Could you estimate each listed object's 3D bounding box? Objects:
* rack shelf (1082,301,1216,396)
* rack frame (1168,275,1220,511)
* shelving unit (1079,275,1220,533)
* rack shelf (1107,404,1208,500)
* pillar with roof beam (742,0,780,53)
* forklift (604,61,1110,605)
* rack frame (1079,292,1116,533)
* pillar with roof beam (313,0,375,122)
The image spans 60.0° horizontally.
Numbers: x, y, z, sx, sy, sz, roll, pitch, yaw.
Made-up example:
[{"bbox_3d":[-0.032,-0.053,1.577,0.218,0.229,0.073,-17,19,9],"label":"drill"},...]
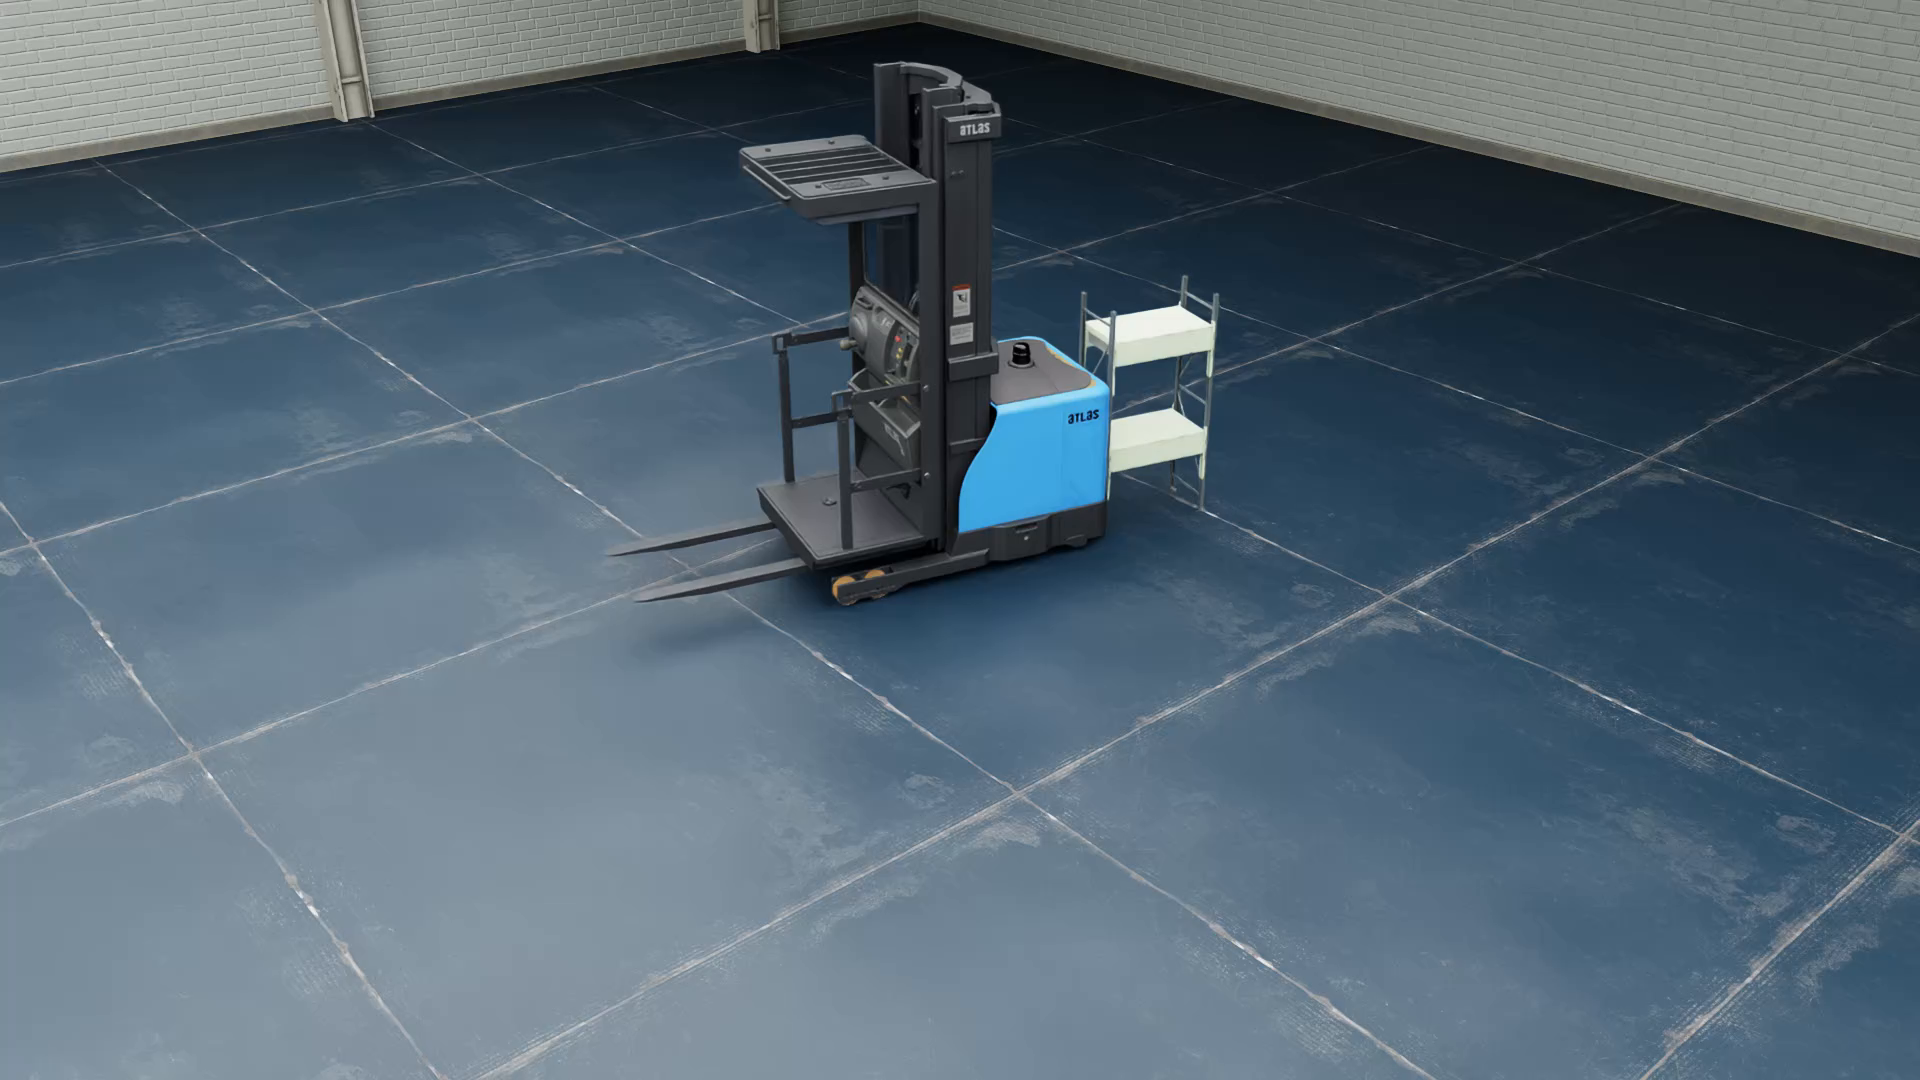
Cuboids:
[{"bbox_3d":[1.177,-1.210,10.452,0.720,0.370,0.431,-12,31,-22],"label":"rack shelf"},{"bbox_3d":[1.508,-0.939,10.774,0.023,1.500,0.400,-12,31,-22],"label":"rack frame"},{"bbox_3d":[1.177,-0.865,10.636,0.755,1.500,0.431,-12,31,-22],"label":"shelving unit"},{"bbox_3d":[1.177,-0.578,10.790,0.720,0.370,0.431,-12,31,-22],"label":"rack shelf"},{"bbox_3d":[-0.015,-9.412,18.673,0.400,9.000,9.100,-22,35,-35],"label":"pillar with roof beam"},{"bbox_3d":[-0.630,-1.190,9.725,3.031,2.935,1.130,-12,31,-22],"label":"forklift"},{"bbox_3d":[0.846,-0.792,10.499,0.023,1.500,0.400,-12,31,-22],"label":"rack frame"},{"bbox_3d":[-4.580,-7.577,15.239,0.400,9.000,9.100,-22,35,-35],"label":"pillar with roof beam"}]
